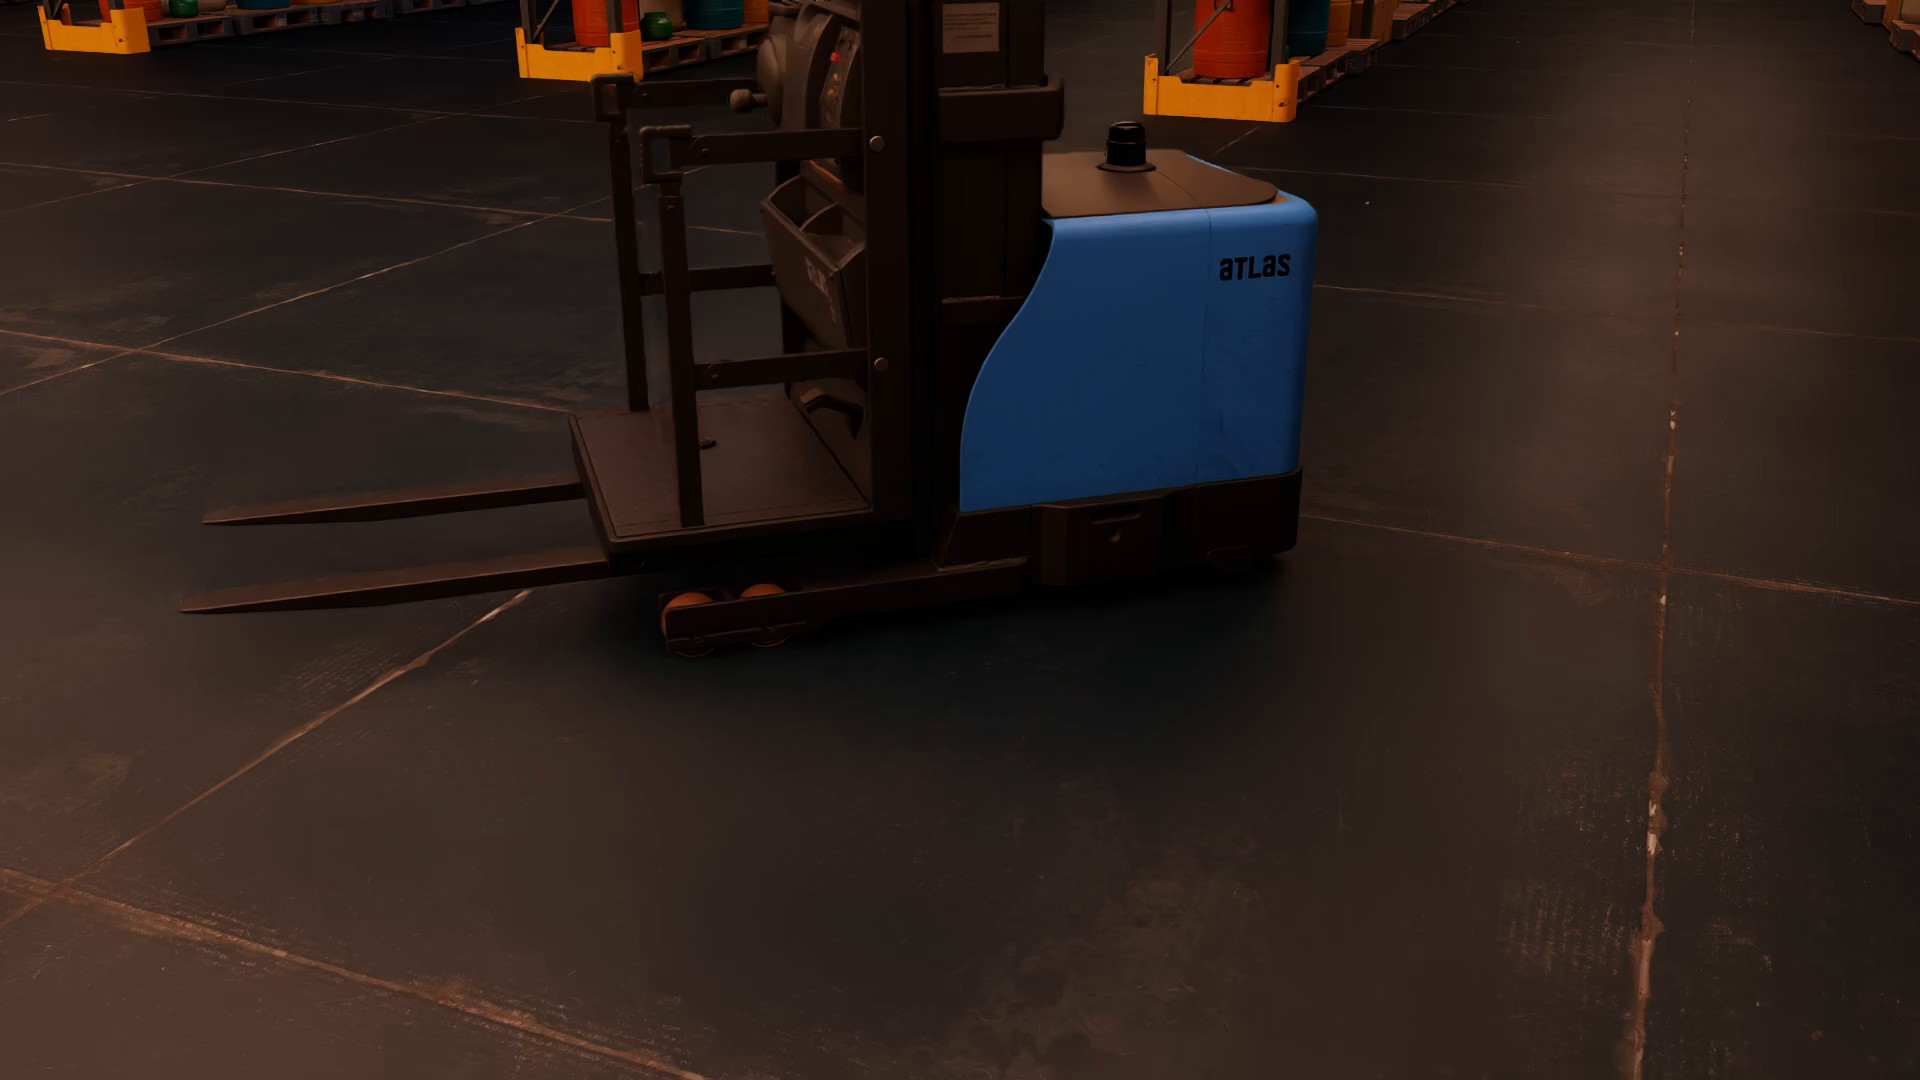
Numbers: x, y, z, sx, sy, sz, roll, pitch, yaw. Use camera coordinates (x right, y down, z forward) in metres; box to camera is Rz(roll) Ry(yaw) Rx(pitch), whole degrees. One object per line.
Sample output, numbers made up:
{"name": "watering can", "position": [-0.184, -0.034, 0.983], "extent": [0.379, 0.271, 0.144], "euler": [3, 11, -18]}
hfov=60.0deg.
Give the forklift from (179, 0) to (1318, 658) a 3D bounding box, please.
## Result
{"name": "forklift", "position": [-0.586, -1.272, 4.336], "extent": [3.031, 2.935, 1.130], "euler": [-7, 24, -16]}
